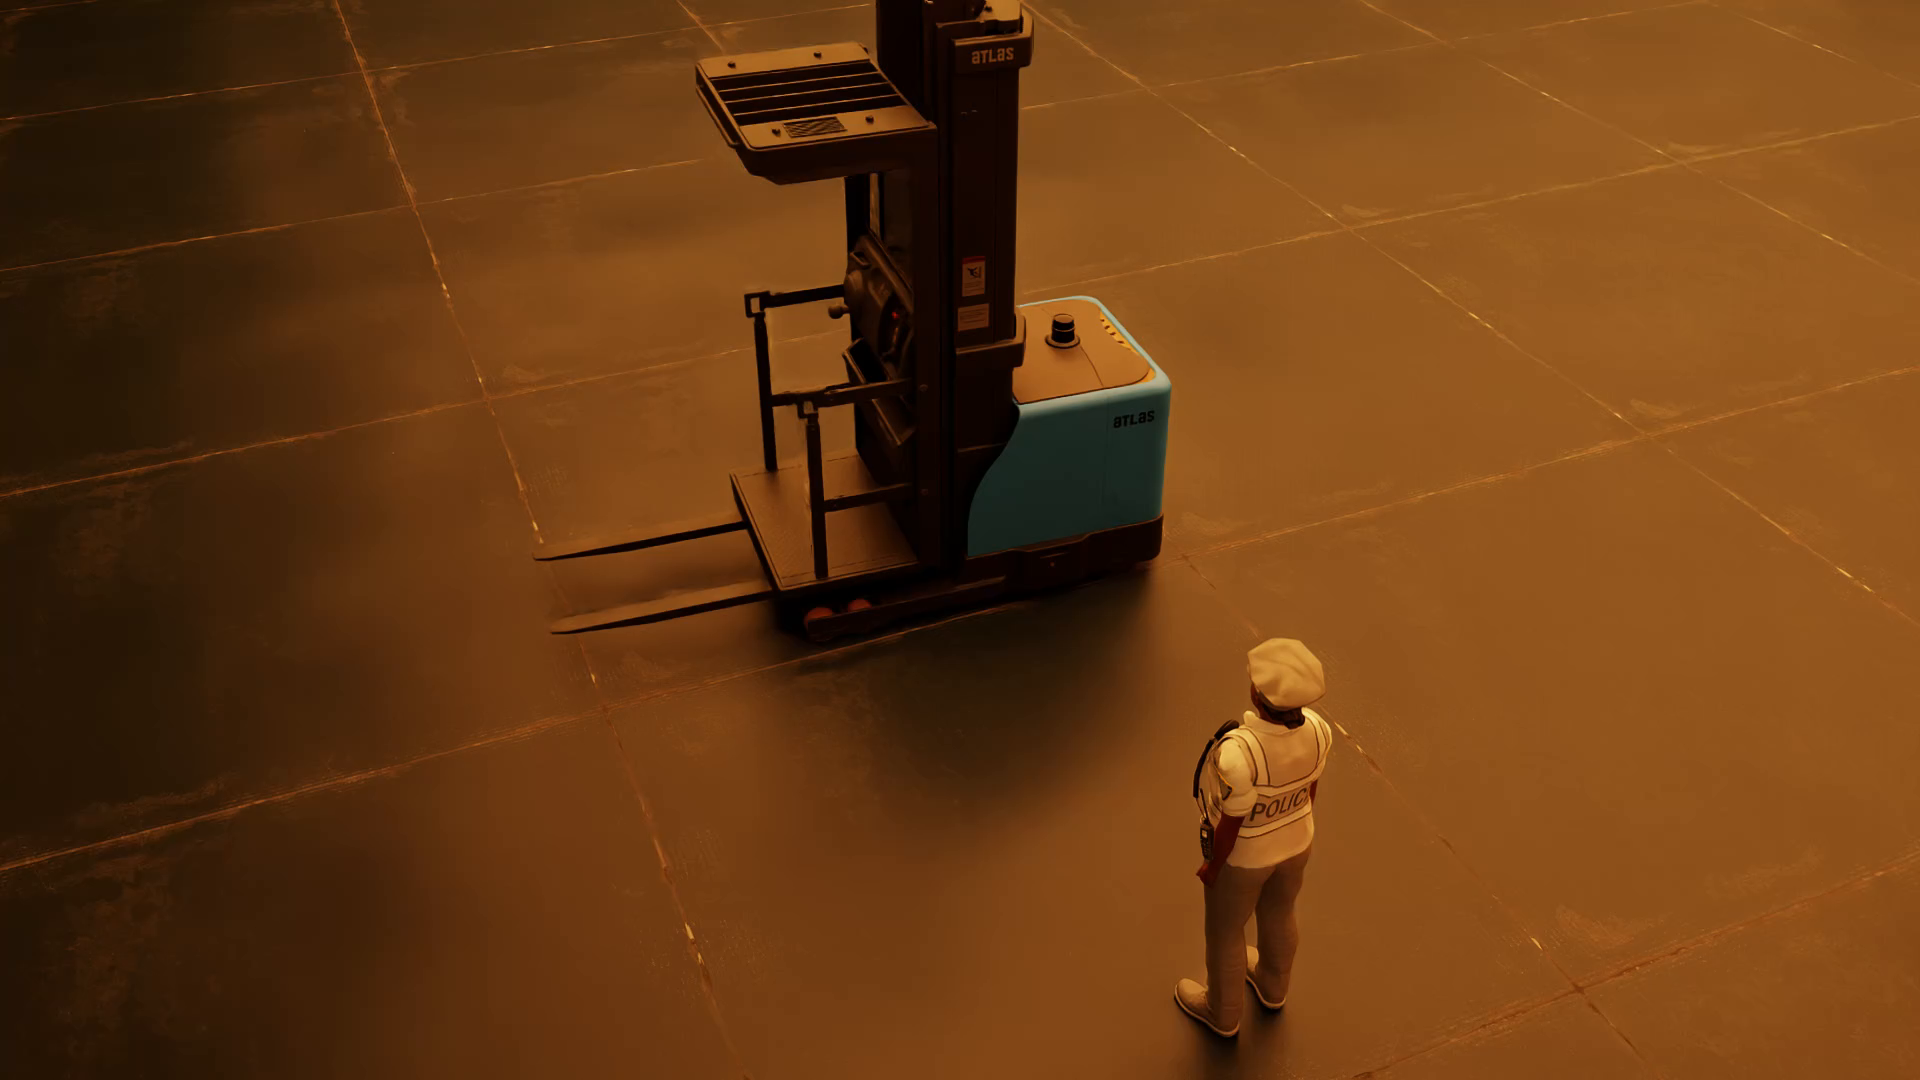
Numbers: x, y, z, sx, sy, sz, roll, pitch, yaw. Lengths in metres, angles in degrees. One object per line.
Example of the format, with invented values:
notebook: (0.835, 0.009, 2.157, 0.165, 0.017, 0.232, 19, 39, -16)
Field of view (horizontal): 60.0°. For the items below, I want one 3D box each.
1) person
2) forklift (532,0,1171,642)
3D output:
person: (1.017, 1.033, 5.721, 0.446, 1.693, 0.342, -19, 40, -24)
forklift: (-0.558, -1.054, 7.580, 3.031, 2.935, 1.130, -11, 37, -15)
